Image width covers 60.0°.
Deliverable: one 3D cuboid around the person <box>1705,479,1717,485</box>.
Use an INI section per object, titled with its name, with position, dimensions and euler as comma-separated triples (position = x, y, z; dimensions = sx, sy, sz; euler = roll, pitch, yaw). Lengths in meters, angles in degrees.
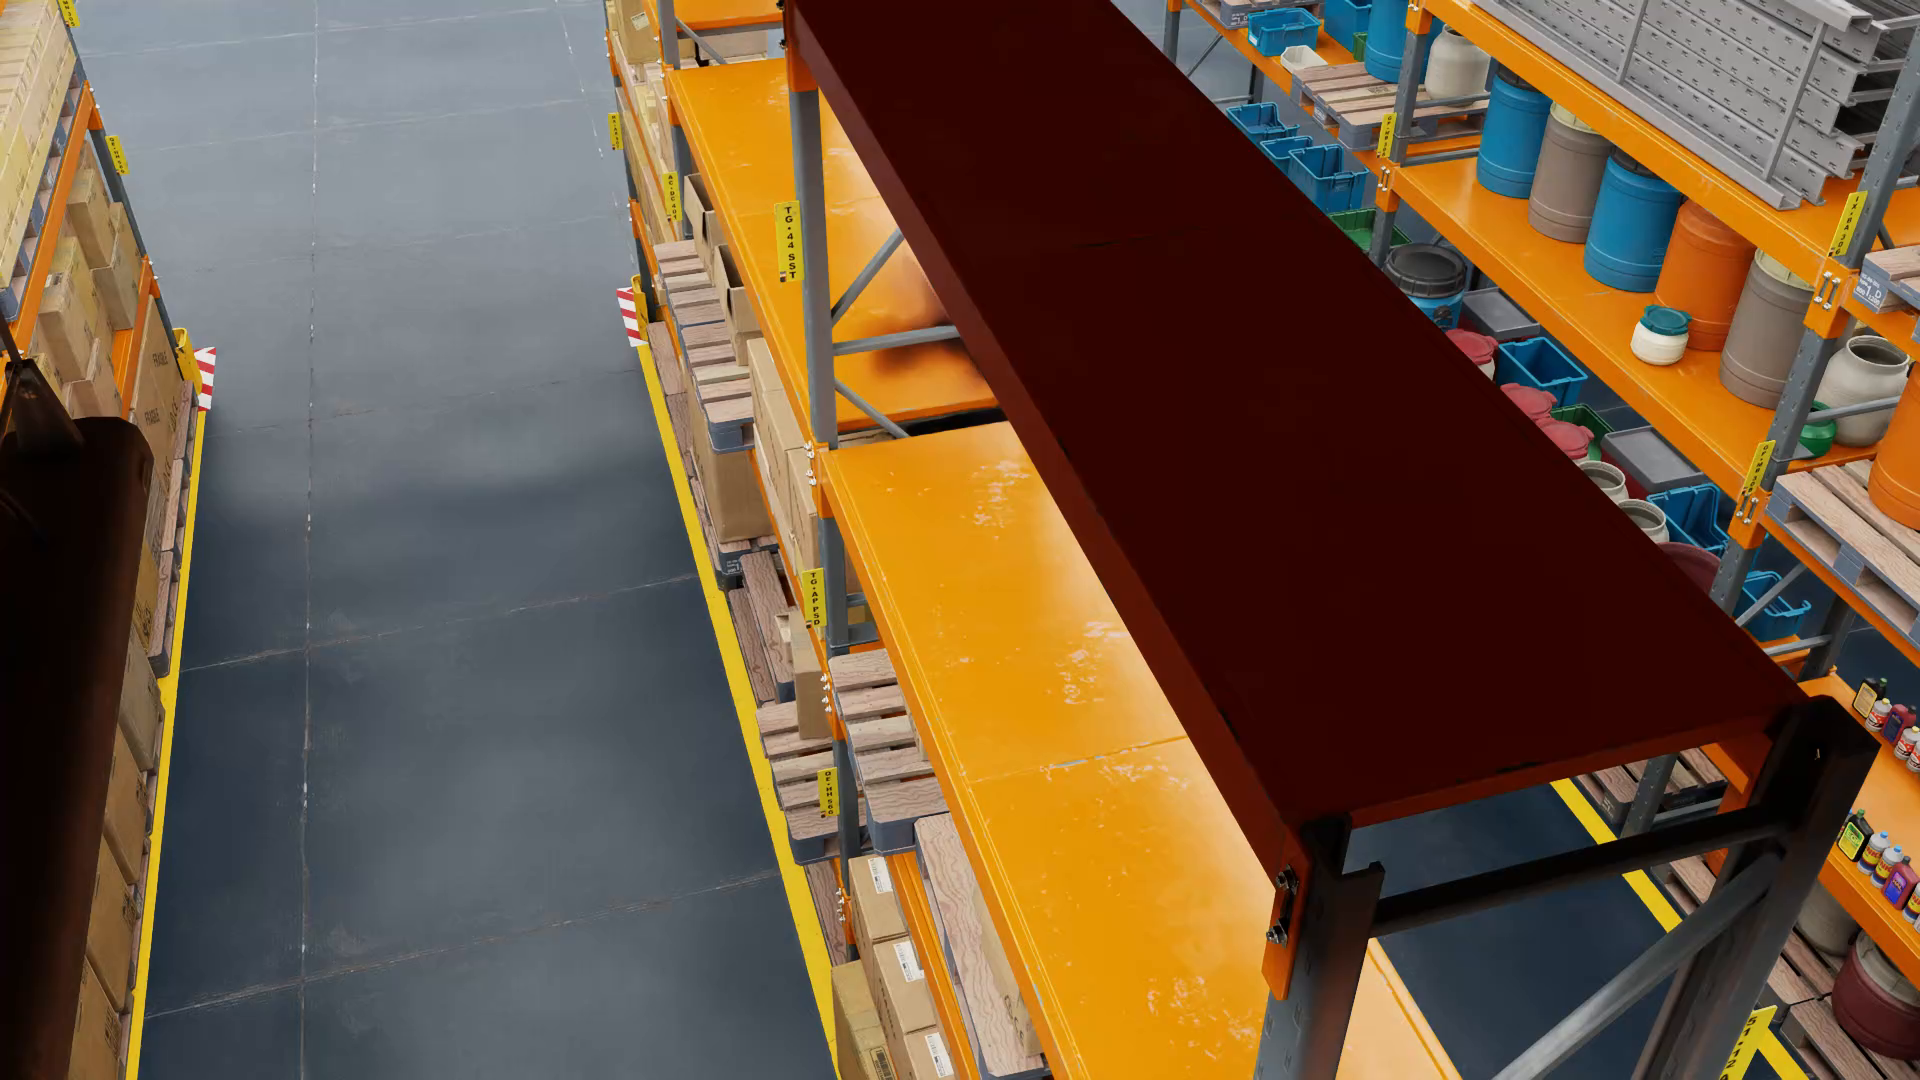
[person]
position = 5.751, -1.126, 12.899
dimensions = 0.579, 1.692, 0.794
euler = -18, 42, -21
